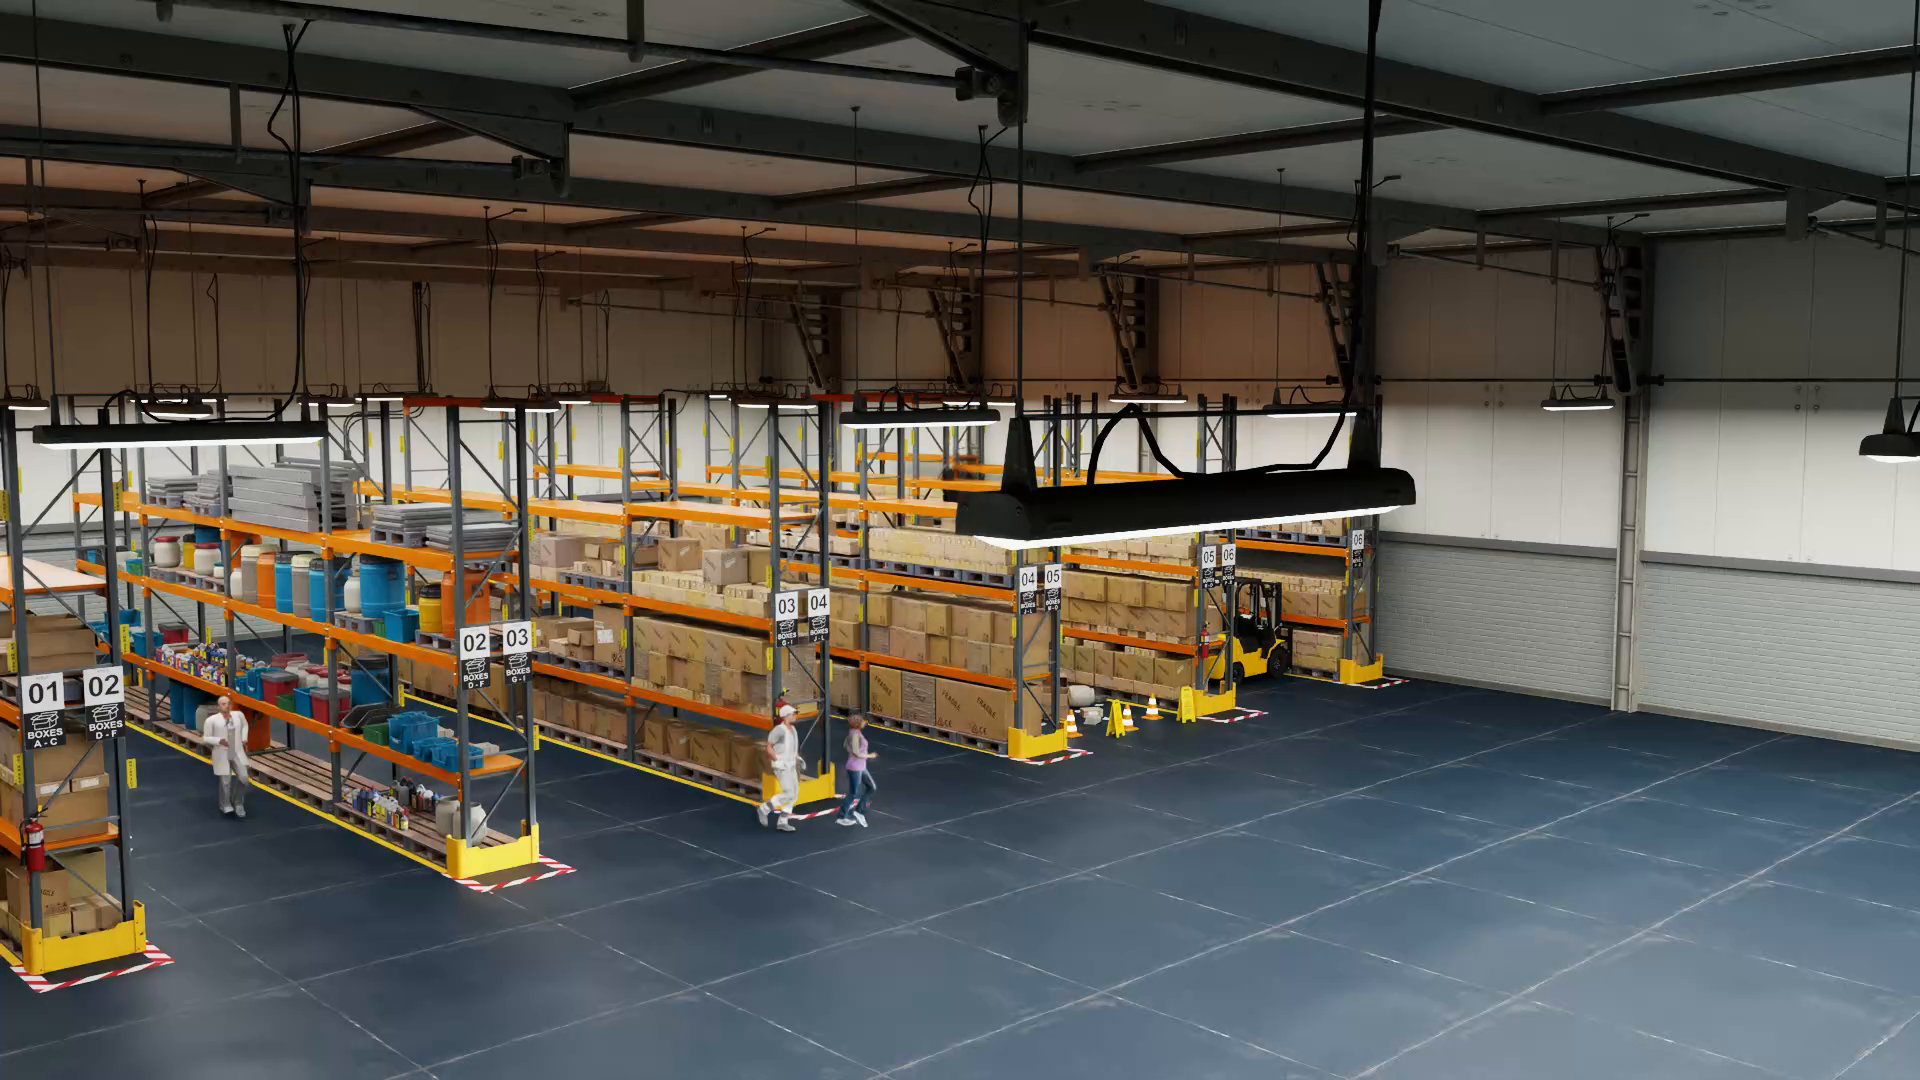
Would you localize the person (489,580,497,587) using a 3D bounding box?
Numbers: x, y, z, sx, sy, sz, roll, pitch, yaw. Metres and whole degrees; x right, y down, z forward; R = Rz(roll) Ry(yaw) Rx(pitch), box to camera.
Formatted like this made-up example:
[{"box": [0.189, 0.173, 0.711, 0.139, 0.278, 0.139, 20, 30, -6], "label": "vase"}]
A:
[{"box": [-10.863, 1.758, 38.503, 0.705, 1.812, 0.723, -1, 6, -13], "label": "person"}]

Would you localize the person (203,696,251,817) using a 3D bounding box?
[{"box": [-10.546, 3.147, 24.005, 0.681, 1.784, 0.772, -4, 7, -39], "label": "person"}]

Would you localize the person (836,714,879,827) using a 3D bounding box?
[{"box": [-1.452, 3.268, 23.561, 0.612, 1.619, 0.542, 0, 6, 1], "label": "person"}]

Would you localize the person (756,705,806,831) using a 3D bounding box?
[{"box": [-2.504, 3.199, 23.497, 0.584, 1.729, 0.721, 2, 6, 18], "label": "person"}]
